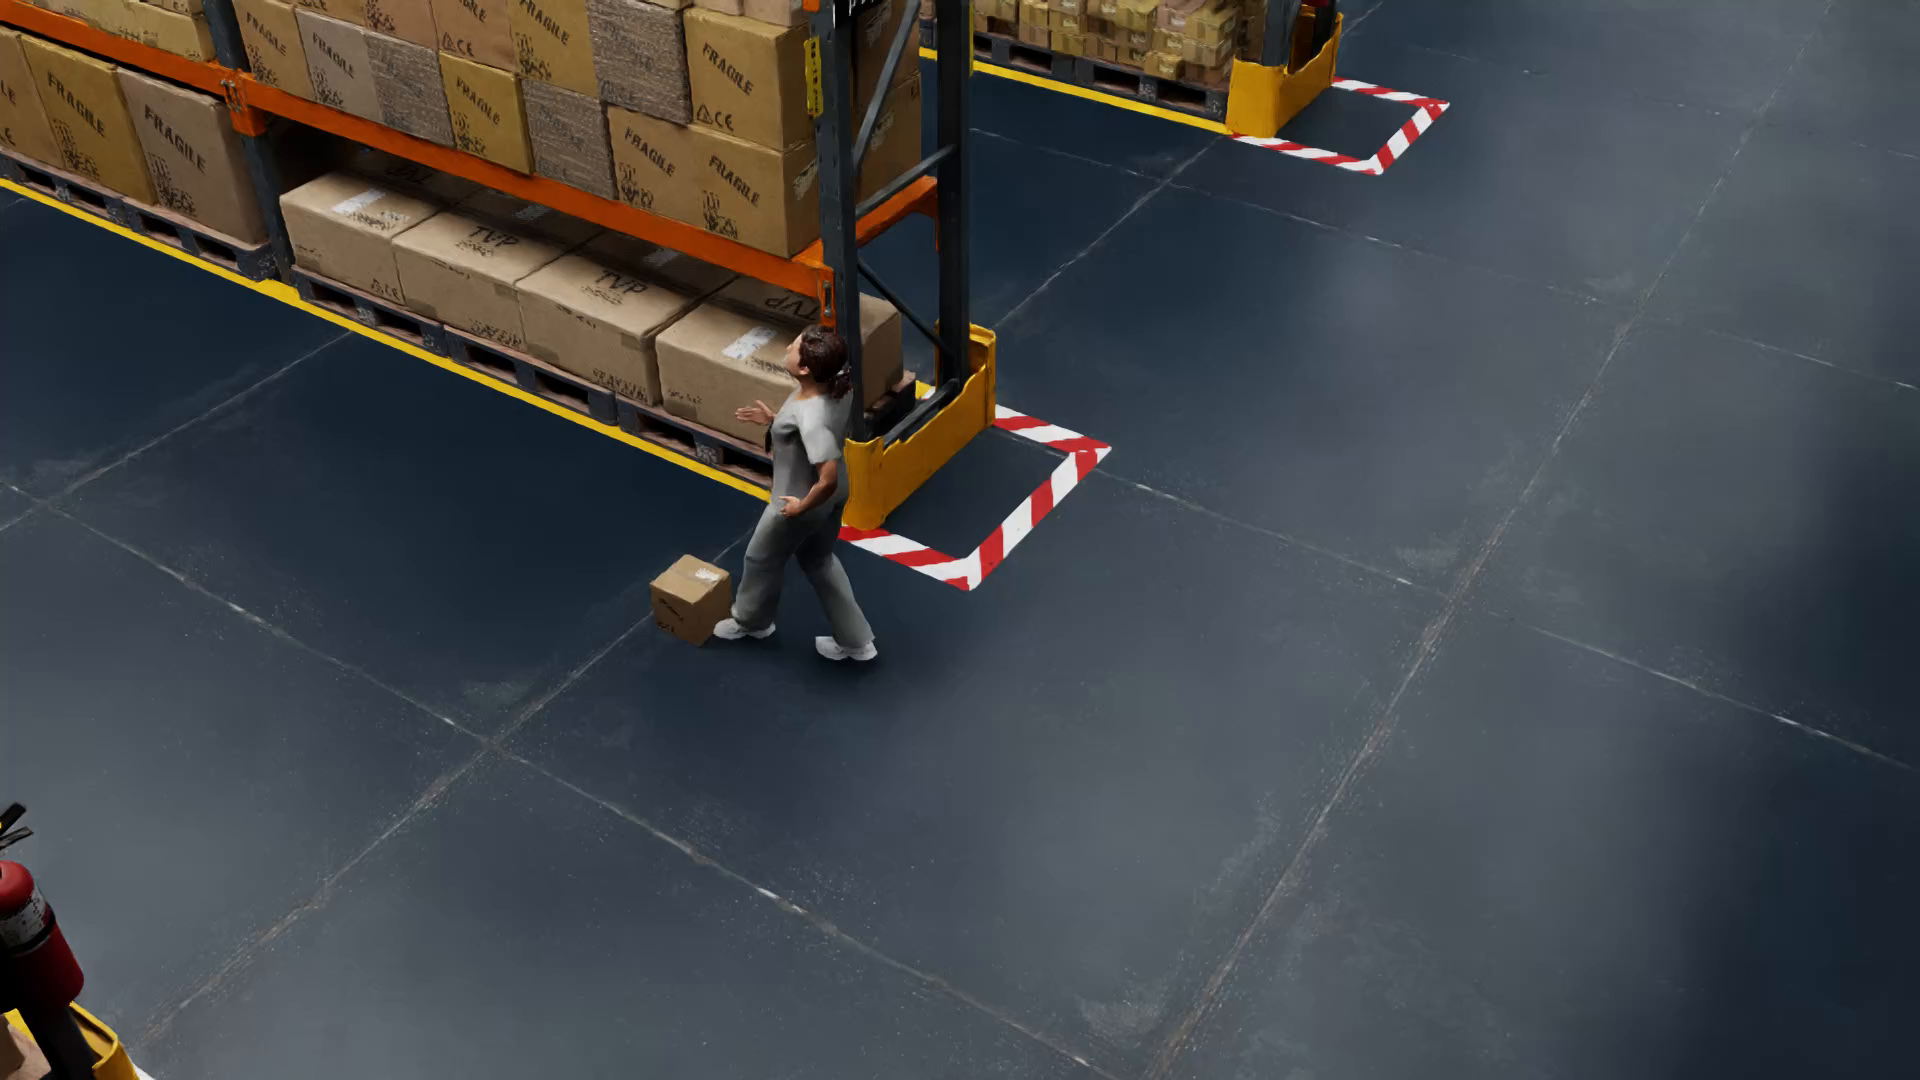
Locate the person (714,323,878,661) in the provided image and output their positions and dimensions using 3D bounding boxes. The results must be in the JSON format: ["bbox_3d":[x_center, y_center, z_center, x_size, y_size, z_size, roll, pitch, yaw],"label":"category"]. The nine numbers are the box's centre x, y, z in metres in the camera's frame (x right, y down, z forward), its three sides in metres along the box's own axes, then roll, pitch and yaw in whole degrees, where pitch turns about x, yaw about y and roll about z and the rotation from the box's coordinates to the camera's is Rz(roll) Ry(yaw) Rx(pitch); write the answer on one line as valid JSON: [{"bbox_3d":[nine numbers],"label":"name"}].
[{"bbox_3d":[-0.705,-0.091,6.829,0.789,1.413,0.527,19,42,22],"label":"person"}]
